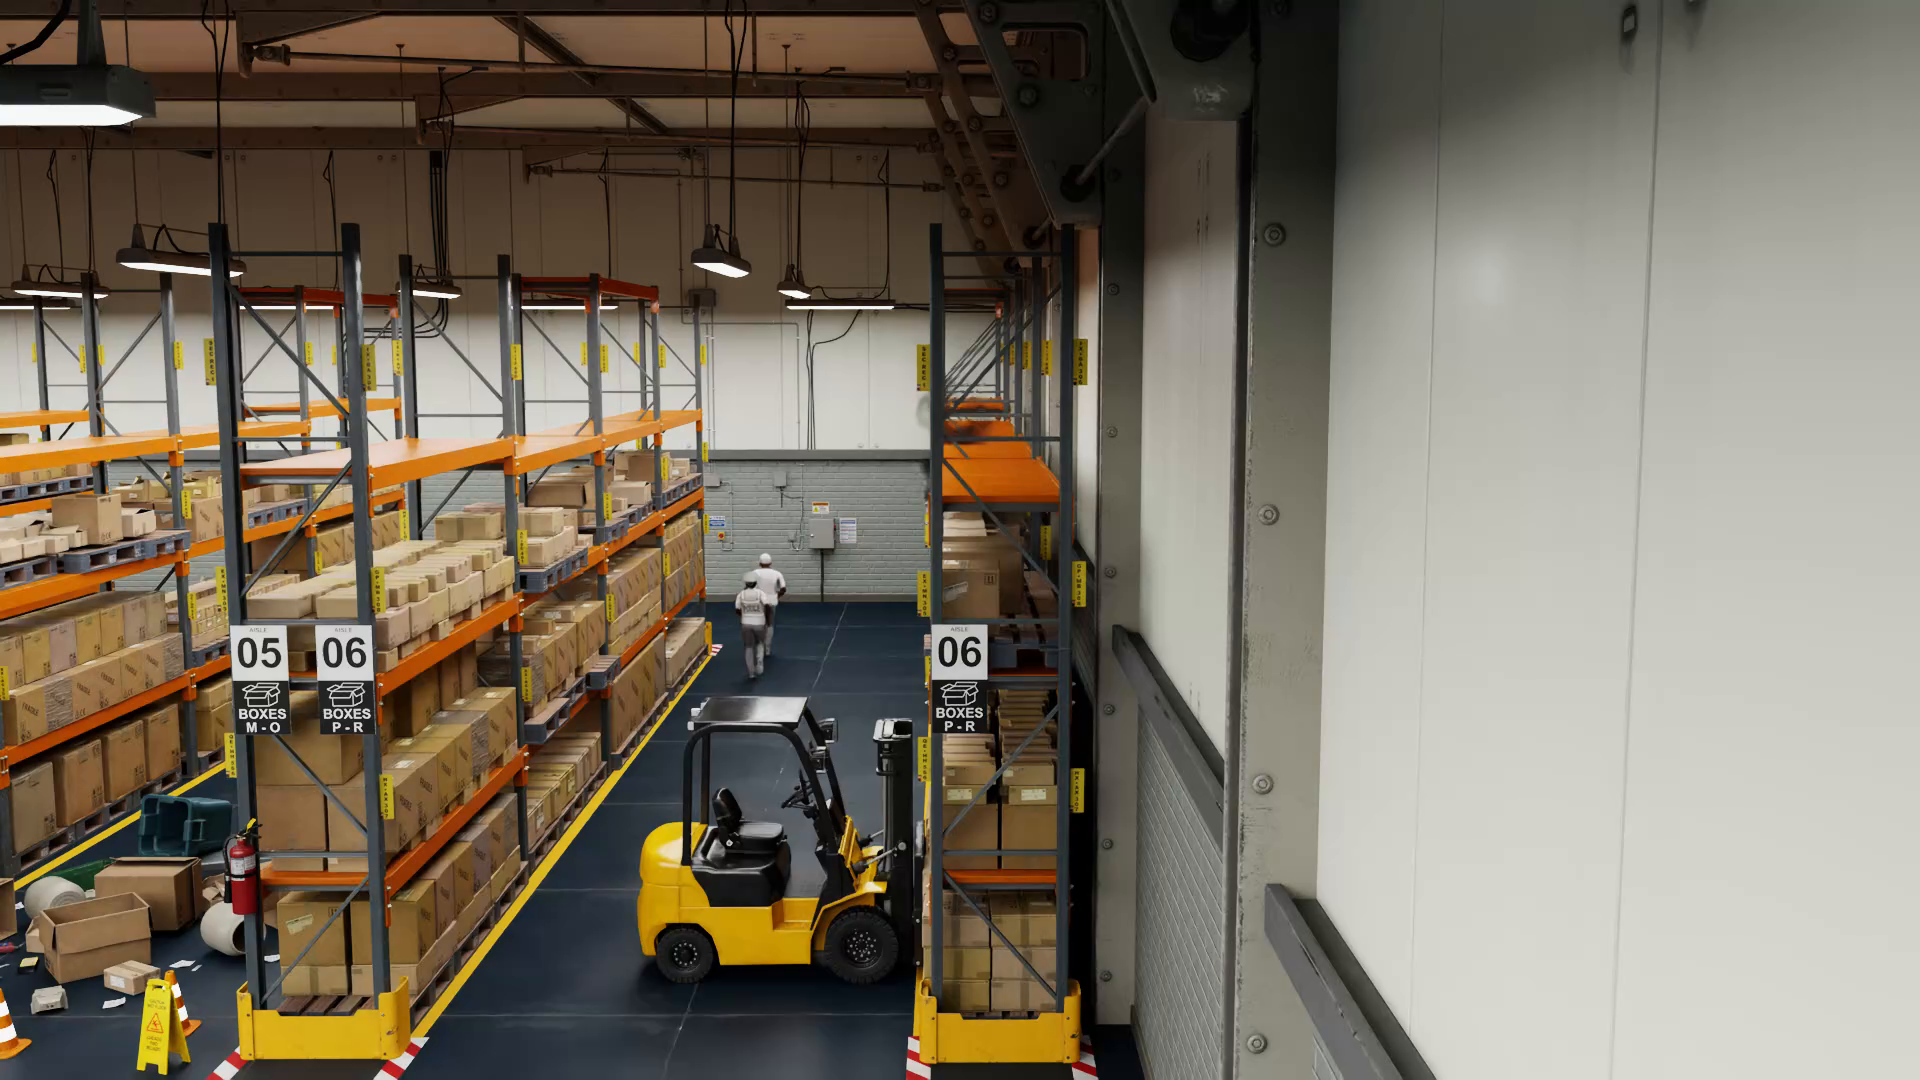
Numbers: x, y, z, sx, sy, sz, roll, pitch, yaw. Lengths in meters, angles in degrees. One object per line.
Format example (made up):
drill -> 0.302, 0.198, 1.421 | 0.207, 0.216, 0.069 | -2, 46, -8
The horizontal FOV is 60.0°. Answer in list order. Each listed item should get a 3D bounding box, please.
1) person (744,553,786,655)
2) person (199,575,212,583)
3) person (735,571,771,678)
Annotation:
person -> -3.275, 1.072, 27.882 | 0.711, 1.707, 0.600 | -1, 7, -11
person -> -11.516, 1.368, 25.447 | 0.591, 1.661, 0.608 | 1, 7, 5
person -> -3.224, 1.312, 25.987 | 0.561, 1.661, 0.570 | -1, 7, -5
